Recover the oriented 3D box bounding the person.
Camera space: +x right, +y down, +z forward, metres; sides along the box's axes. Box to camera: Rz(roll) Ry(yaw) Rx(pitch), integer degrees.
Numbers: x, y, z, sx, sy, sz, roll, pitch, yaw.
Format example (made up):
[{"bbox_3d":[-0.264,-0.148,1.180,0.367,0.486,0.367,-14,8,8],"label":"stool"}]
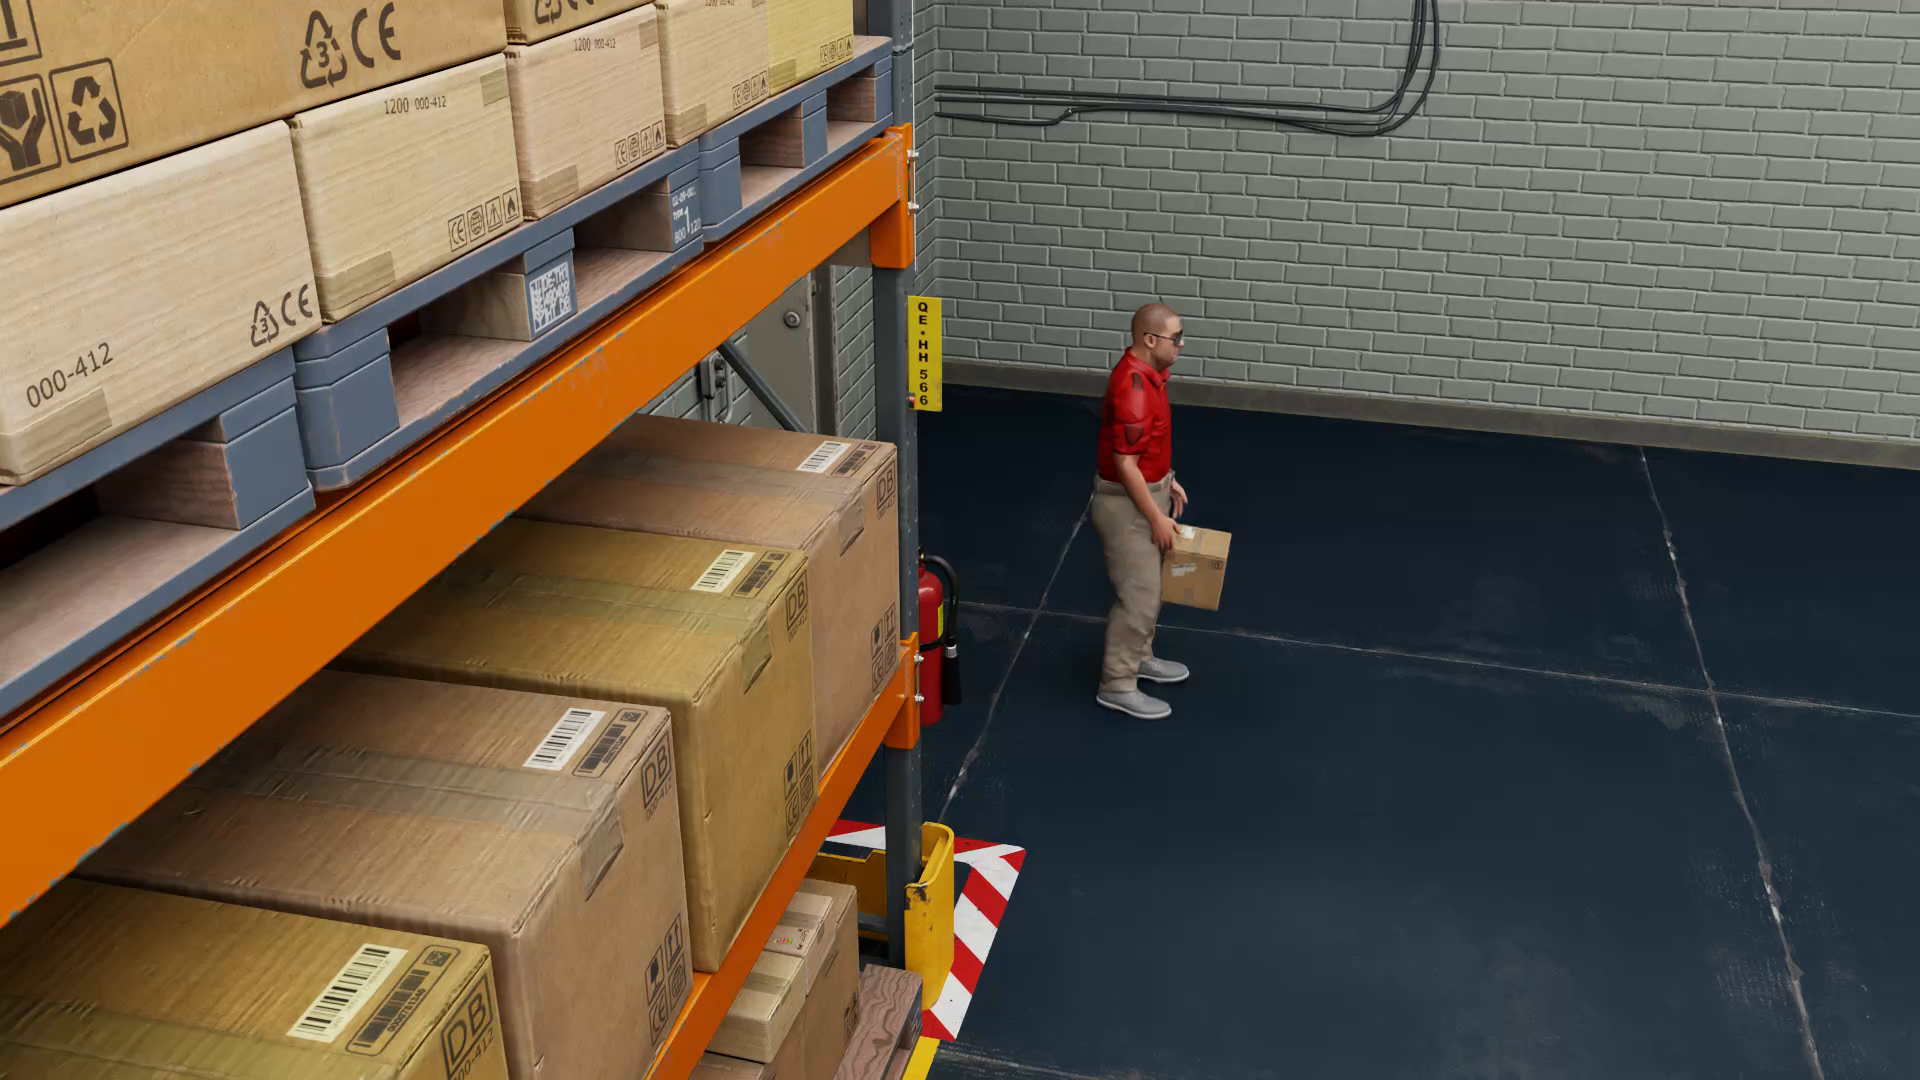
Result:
[{"bbox_3d":[0.773,-0.140,6.916,0.430,1.732,0.554,6,26,12],"label":"person"}]
